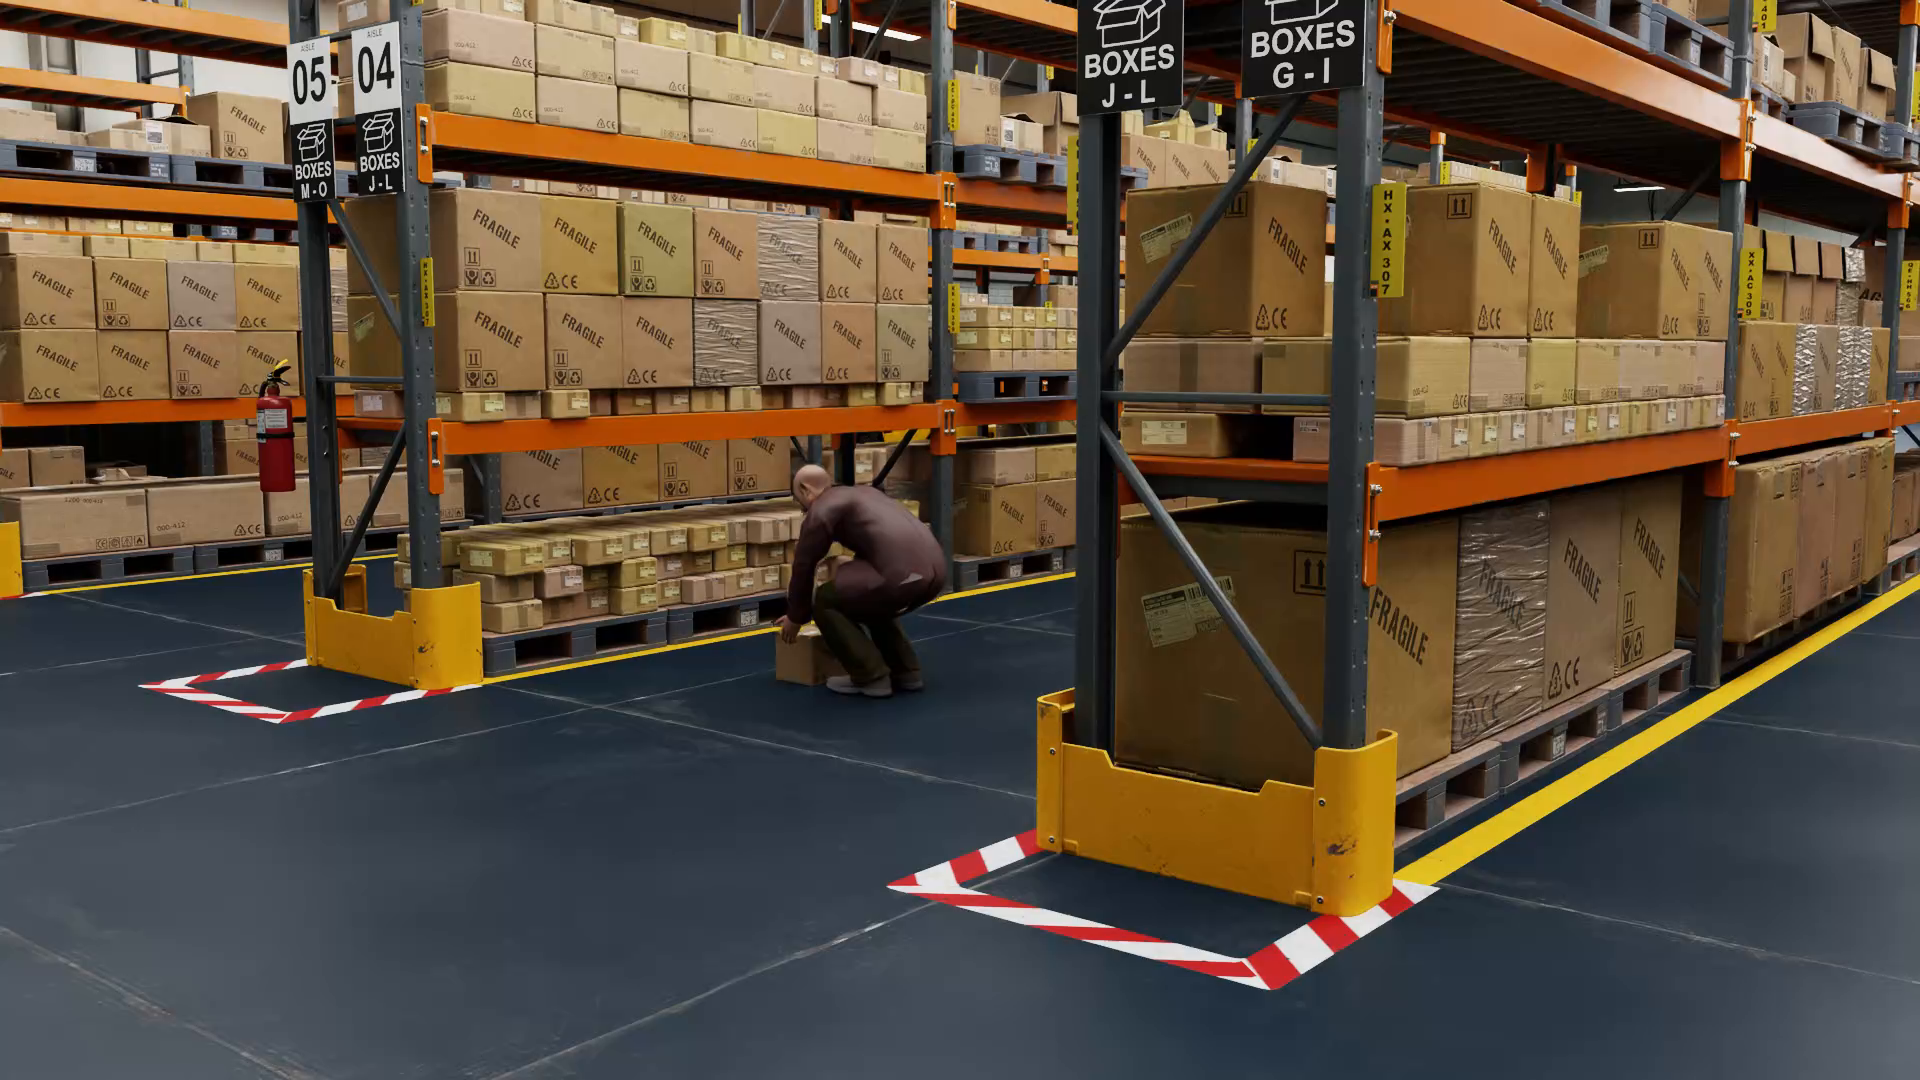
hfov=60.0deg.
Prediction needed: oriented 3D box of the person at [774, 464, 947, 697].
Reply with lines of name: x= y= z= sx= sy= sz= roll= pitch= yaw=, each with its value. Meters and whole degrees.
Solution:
person: x=-0.467 y=0.200 z=8.111 sx=0.860 sy=1.081 sz=0.615 roll=5 pitch=8 yaw=38
